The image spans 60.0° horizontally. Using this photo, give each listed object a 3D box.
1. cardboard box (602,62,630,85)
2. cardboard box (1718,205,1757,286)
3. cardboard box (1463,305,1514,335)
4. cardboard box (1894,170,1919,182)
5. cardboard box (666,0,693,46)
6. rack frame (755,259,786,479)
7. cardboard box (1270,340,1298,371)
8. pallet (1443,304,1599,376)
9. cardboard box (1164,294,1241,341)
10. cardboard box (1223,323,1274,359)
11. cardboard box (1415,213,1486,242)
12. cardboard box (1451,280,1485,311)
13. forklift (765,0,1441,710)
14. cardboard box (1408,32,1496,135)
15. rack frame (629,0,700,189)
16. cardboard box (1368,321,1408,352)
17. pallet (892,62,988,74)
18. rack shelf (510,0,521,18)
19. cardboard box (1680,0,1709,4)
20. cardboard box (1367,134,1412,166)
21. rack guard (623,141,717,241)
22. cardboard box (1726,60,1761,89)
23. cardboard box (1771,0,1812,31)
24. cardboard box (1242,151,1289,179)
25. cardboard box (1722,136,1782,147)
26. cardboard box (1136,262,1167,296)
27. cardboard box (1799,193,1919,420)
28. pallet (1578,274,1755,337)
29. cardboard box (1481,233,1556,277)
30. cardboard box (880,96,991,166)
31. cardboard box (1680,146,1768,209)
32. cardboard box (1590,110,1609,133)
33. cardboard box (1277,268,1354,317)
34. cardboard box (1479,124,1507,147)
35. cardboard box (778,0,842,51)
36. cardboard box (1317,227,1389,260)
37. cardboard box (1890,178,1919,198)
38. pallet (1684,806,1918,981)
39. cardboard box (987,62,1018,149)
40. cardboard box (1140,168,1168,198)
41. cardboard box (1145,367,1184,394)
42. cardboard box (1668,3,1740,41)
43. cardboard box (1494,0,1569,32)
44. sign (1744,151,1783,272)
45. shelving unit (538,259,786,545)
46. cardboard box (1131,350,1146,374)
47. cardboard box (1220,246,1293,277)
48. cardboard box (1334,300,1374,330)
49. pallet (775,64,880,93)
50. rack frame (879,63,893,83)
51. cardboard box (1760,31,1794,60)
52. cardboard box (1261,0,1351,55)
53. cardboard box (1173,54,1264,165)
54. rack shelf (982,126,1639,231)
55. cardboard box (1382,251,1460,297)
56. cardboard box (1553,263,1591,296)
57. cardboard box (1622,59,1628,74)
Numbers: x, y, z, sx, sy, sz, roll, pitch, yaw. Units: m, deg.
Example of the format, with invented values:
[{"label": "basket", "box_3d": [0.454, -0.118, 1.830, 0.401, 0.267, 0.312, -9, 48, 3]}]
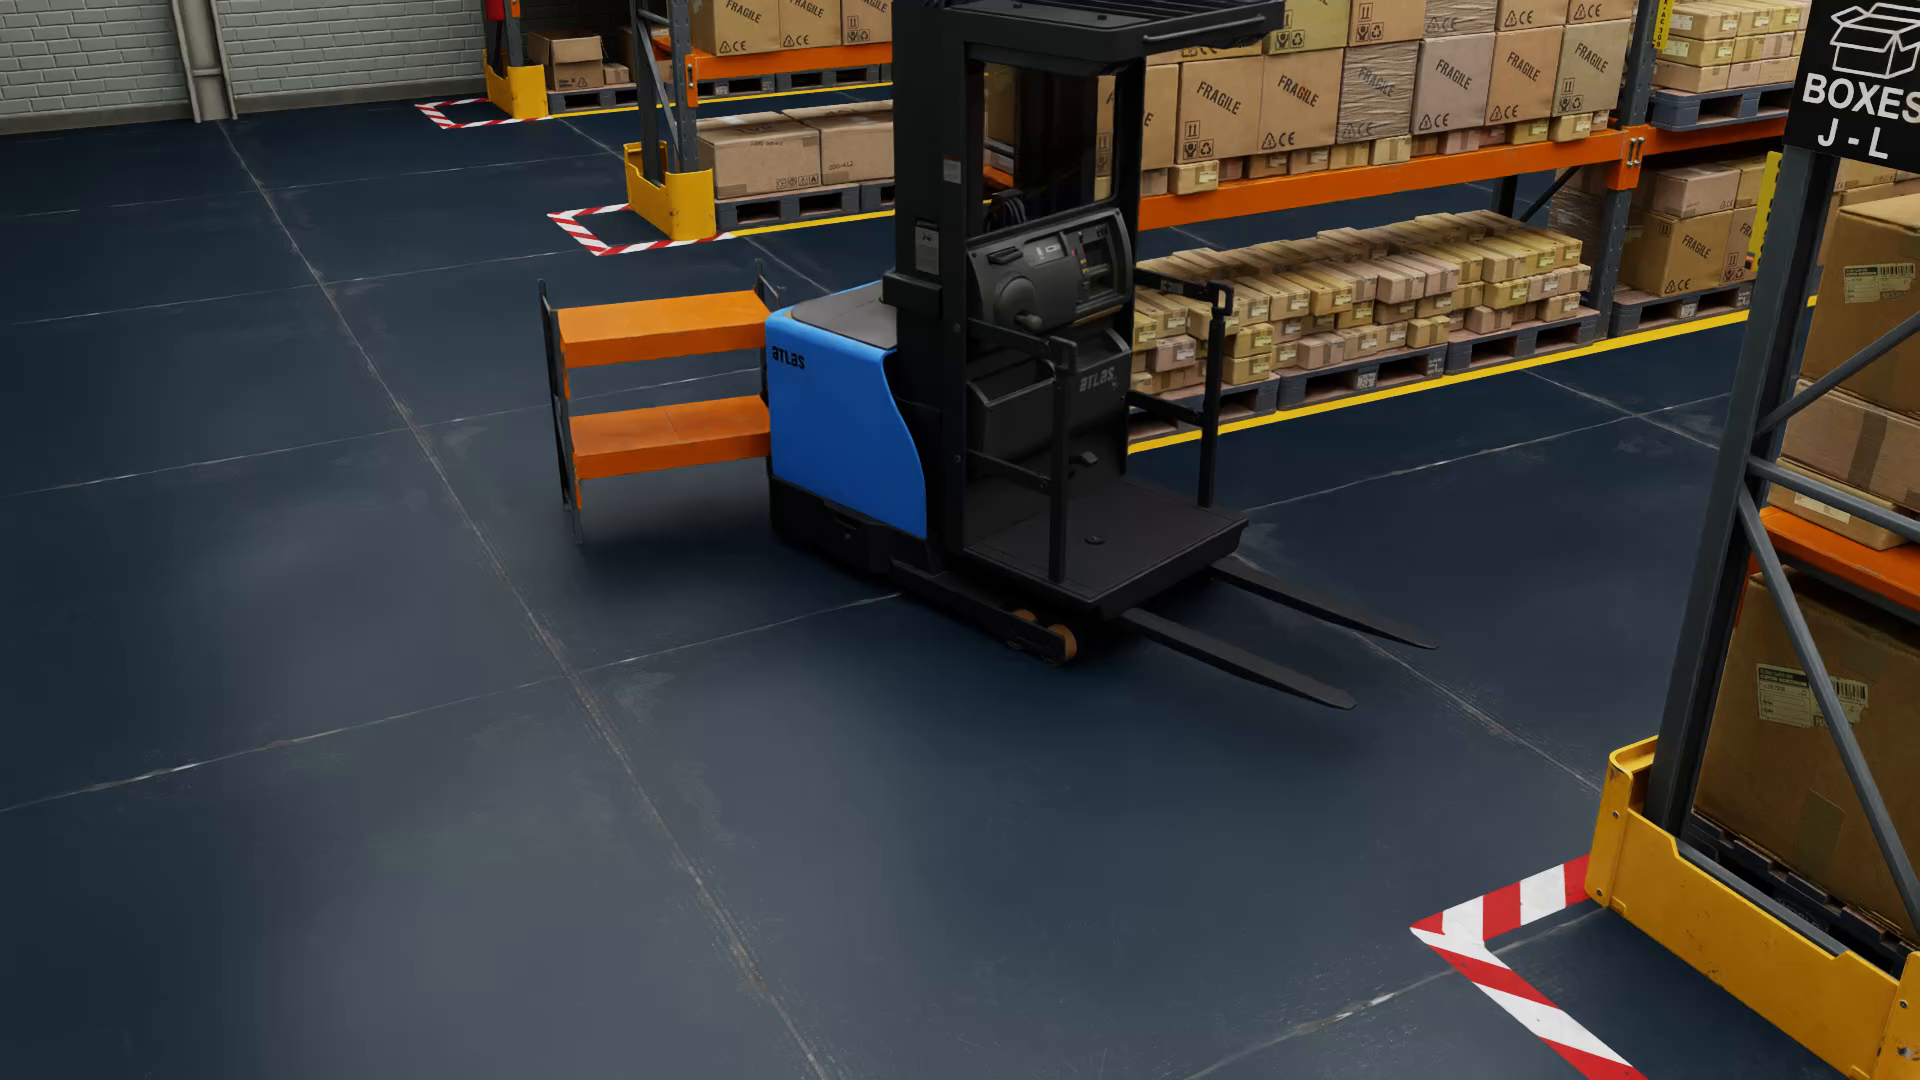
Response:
[{"label": "cardboard box", "box_3d": [-3.578, -4.787, 17.064, 0.250, 0.149, 0.380, -14, 29, -27]}, {"label": "cardboard box", "box_3d": [4.974, -1.993, 10.838, 0.500, 0.500, 0.500, -12, 28, -23]}, {"label": "cardboard box", "box_3d": [3.074, -1.368, 9.942, 0.250, 0.149, 0.380, -14, 29, -27]}, {"label": "cardboard box", "box_3d": [6.340, -2.642, 11.323, 0.500, 0.250, 0.500, -13, 28, -24]}, {"label": "cardboard box", "box_3d": [-1.915, -4.073, 12.651, 0.500, 0.500, 0.500, -13, 28, -25]}, {"label": "rack frame", "box_3d": [-0.886, -0.735, 7.982, 0.032, 1.125, 0.500, -9, 27, -17]}, {"label": "cardboard box", "box_3d": [1.680, -1.083, 9.349, 0.250, 0.149, 0.380, -13, 29, -25]}, {"label": "pallet", "box_3d": [3.155, -1.366, 10.350, 1.213, 0.211, 1.003, -13, 29, -25]}, {"label": "cardboard box", "box_3d": [1.293, -1.212, 8.930, 0.250, 0.149, 0.380, -13, 29, -25]}, {"label": "cardboard box", "box_3d": [1.505, -1.134, 9.111, 0.250, 0.149, 0.380, -12, 28, -24]}, {"label": "cardboard box", "box_3d": [3.059, -1.921, 10.406, 0.250, 0.149, 0.380, -12, 28, -23]}, {"label": "cardboard box", "box_3d": [2.875, -1.491, 9.855, 0.250, 0.149, 0.380, -13, 28, -25]}, {"label": "forklift", "box_3d": [0.530, -1.069, 6.589, 3.031, 2.935, 1.130, 22, 34, 38]}, {"label": "cardboard box", "box_3d": [2.539, -2.540, 9.115, 0.500, 0.500, 0.500, -13, 29, -25]}, {"label": "rack frame", "box_3d": [-2.217, -3.828, 12.258, 0.127, 3.000, 1.000, -13, 29, -25]}, {"label": "cardboard box", "box_3d": [2.371, -1.229, 9.652, 0.250, 0.149, 0.380, -12, 28, -24]}, {"label": "pallet", "box_3d": [-0.326, -5.461, 18.880, 1.213, 0.211, 1.003, -13, 29, -25]}, {"label": "rack shelf", "box_3d": [-2.791, -5.806, 17.209, 4.000, 0.370, 1.077, -13, 29, -25]}, {"label": "cardboard box", "box_3d": [4.459, -3.380, 10.443, 0.250, 0.149, 0.380, -14, 29, -27]}, {"label": "cardboard box", "box_3d": [2.244, -2.166, 9.087, 0.250, 0.149, 0.380, -12, 28, -24]}, {"label": "rack guard", "box_3d": [-2.238, -2.696, 12.789, 0.348, 0.500, 1.175, -13, 29, -25]}, {"label": "cardboard box", "box_3d": [4.537, -2.812, 9.947, 0.250, 0.149, 0.380, -13, 28, -24]}, {"label": "cardboard box", "box_3d": [4.987, -3.182, 10.030, 0.250, 0.149, 0.380, -13, 29, -26]}, {"label": "cardboard box", "box_3d": [1.525, -2.039, 8.821, 0.250, 0.149, 0.380, -13, 29, -26]}, {"label": "cardboard box", "box_3d": [5.189, -2.634, 11.308, 0.500, 0.250, 0.500, -14, 29, -27]}, {"label": "cardboard box", "box_3d": [0.967, -1.466, 9.459, 0.250, 0.149, 0.380, -14, 29, -26]}, {"label": "cardboard box", "box_3d": [2.753, -0.648, 4.596, 0.500, 0.500, 0.500, -13, 28, -24]}, {"label": "pallet", "box_3d": [4.418, -1.675, 10.995, 1.213, 0.211, 1.003, -13, 29, -25]}, {"label": "cardboard box", "box_3d": [3.333, -1.706, 9.959, 0.250, 0.149, 0.380, -13, 28, -24]}, {"label": "cardboard box", "box_3d": [-0.081, -3.408, 13.857, 0.875, 0.438, 0.875, -14, 29, -27]}, {"label": "cardboard box", "box_3d": [4.976, -2.333, 10.679, 0.500, 0.250, 0.500, -12, 28, -24]}, {"label": "cardboard box", "box_3d": [3.589, -2.512, 9.807, 0.250, 0.149, 0.380, -13, 29, -26]}, {"label": "cardboard box", "box_3d": [1.976, -1.383, 9.287, 0.250, 0.149, 0.380, -13, 28, -24]}, {"label": "cardboard box", "box_3d": [2.890, -2.360, 9.490, 0.250, 0.149, 0.380, -14, 29, -27]}, {"label": "cardboard box", "box_3d": [-1.225, -3.975, 12.448, 0.500, 0.500, 0.500, -13, 29, -26]}, {"label": "cardboard box", "box_3d": [2.377, -1.768, 10.088, 0.250, 0.149, 0.380, -12, 28, -24]}, {"label": "cardboard box", "box_3d": [6.343, -2.312, 11.503, 0.500, 0.500, 0.500, -12, 28, -23]}, {"label": "pallet", "box_3d": [3.115, 1.021, 5.380, 1.213, 0.211, 1.003, -13, 29, -25]}, {"label": "cardboard box", "box_3d": [0.477, -2.327, 8.672, 0.500, 0.500, 0.500, -12, 28, -24]}, {"label": "cardboard box", "box_3d": [0.847, -1.854, 8.435, 0.250, 0.149, 0.380, -12, 28, -23]}, {"label": "cardboard box", "box_3d": [1.007, -0.932, 9.033, 0.250, 0.149, 0.380, -13, 29, -25]}, {"label": "cardboard box", "box_3d": [4.295, -3.022, 9.696, 0.250, 0.149, 0.380, -11, 28, -22]}, {"label": "cardboard box", "box_3d": [2.990, -3.097, 9.119, 0.500, 0.500, 0.500, -14, 29, -27]}, {"label": "sign", "box_3d": [2.204, -0.882, 4.511, 0.005, 0.325, 0.100, -13, 29, -25]}, {"label": "shelving unit", "box_3d": [-1.366, -0.663, 7.831, 1.048, 1.125, 0.538, -9, 27, -17]}, {"label": "cardboard box", "box_3d": [0.785, -1.005, 8.843, 0.250, 0.149, 0.380, -12, 28, -23]}, {"label": "cardboard box", "box_3d": [1.721, -1.582, 9.700, 0.250, 0.149, 0.380, -14, 29, -27]}, {"label": "cardboard box", "box_3d": [2.157, -1.347, 9.554, 0.250, 0.149, 0.380, -12, 28, -23]}, {"label": "pallet", "box_3d": [-1.633, -5.141, 18.214, 1.213, 0.211, 1.003, -13, 29, -25]}, {"label": "rack frame", "box_3d": [-1.026, -6.538, 17.901, 0.127, 3.000, 1.000, -13, 29, -25]}, {"label": "cardboard box", "box_3d": [4.751, -2.994, 9.982, 0.250, 0.149, 0.380, -12, 28, -24]}, {"label": "cardboard box", "box_3d": [1.635, -2.781, 8.462, 0.500, 0.500, 0.500, -14, 29, -26]}, {"label": "cardboard box", "box_3d": [1.188, -2.242, 8.495, 0.500, 0.500, 0.500, -13, 29, -25]}, {"label": "rack shelf", "box_3d": [1.967, -2.041, 9.367, 4.000, 0.370, 1.077, -13, 29, -25]}, {"label": "cardboard box", "box_3d": [2.656, -1.539, 9.612, 0.250, 0.149, 0.380, -15, 29, -28]}, {"label": "cardboard box", "box_3d": [3.603, -1.626, 10.135, 0.250, 0.149, 0.380, -12, 28, -24]}, {"label": "cardboard box", "box_3d": [3.989, -3.006, 10.349, 0.250, 0.149, 0.380, -14, 29, -26]}]
